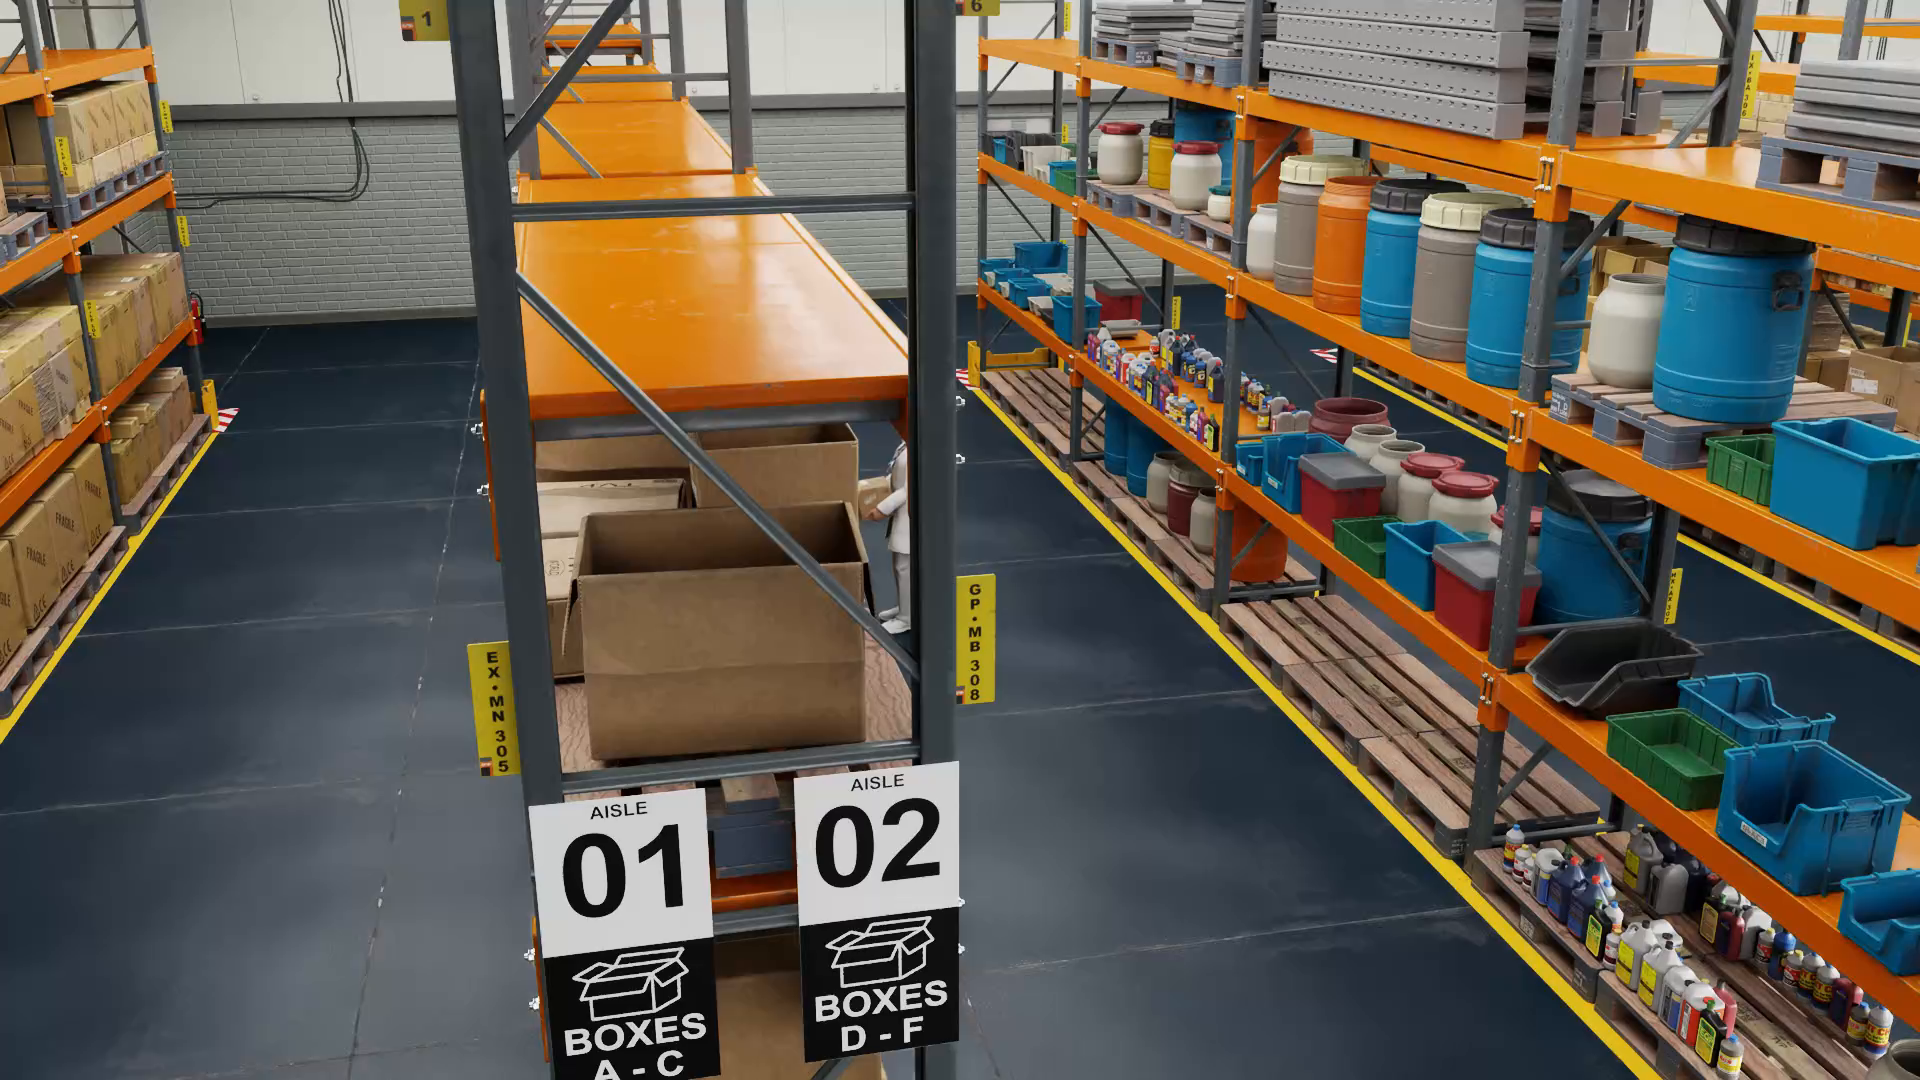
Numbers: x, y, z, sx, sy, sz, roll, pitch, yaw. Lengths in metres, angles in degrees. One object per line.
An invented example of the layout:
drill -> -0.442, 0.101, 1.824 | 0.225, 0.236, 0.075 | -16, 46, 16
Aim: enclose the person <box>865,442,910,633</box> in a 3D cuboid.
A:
person -> -0.483, -0.155, 12.879 | 0.555, 1.770, 0.530 | -4, 20, -12
